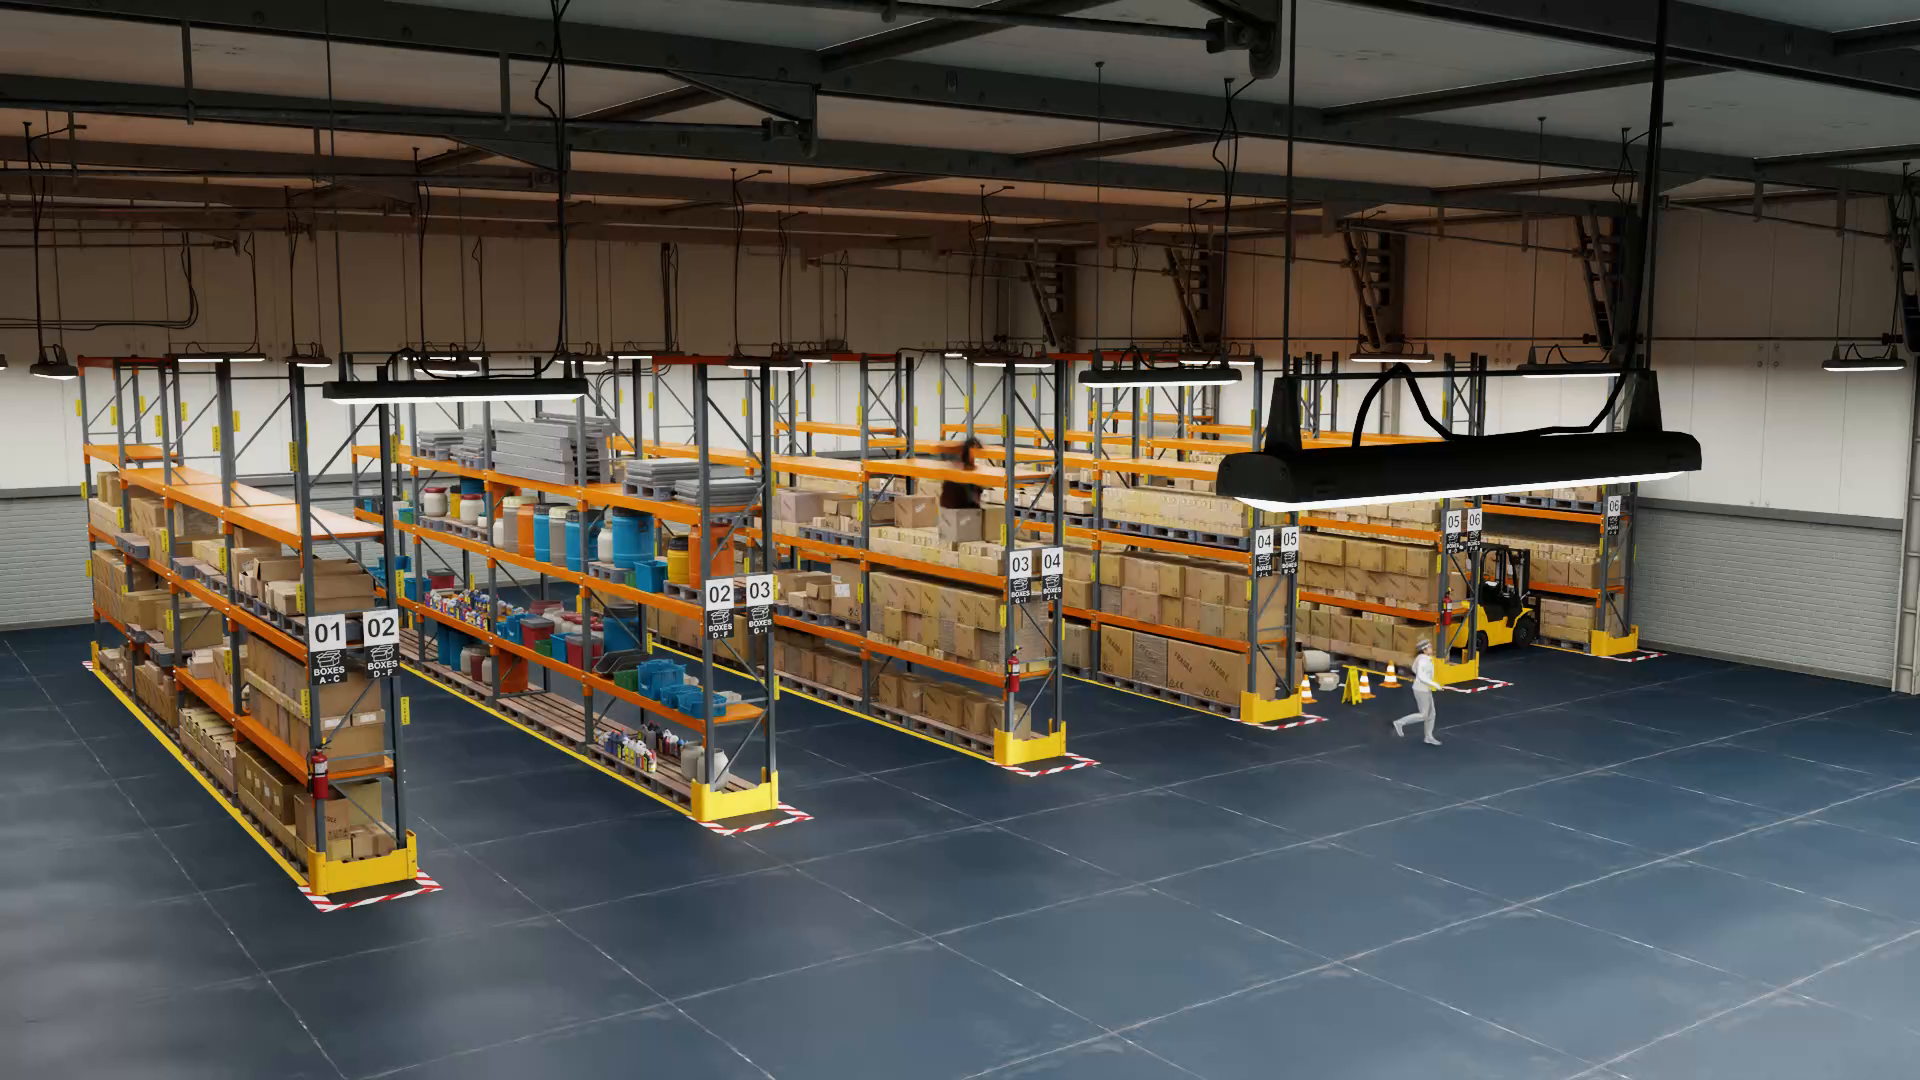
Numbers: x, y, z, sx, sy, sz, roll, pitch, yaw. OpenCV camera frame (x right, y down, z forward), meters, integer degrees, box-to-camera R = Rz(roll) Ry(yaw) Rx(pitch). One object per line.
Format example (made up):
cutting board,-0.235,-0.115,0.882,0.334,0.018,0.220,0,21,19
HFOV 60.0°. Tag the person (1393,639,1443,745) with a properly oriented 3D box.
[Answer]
person,7.182,2.364,26.027,0.769,1.694,0.624,1,7,12

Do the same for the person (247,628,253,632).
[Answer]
person,-13.447,1.675,31.692,0.596,1.714,0.803,-6,9,-42
